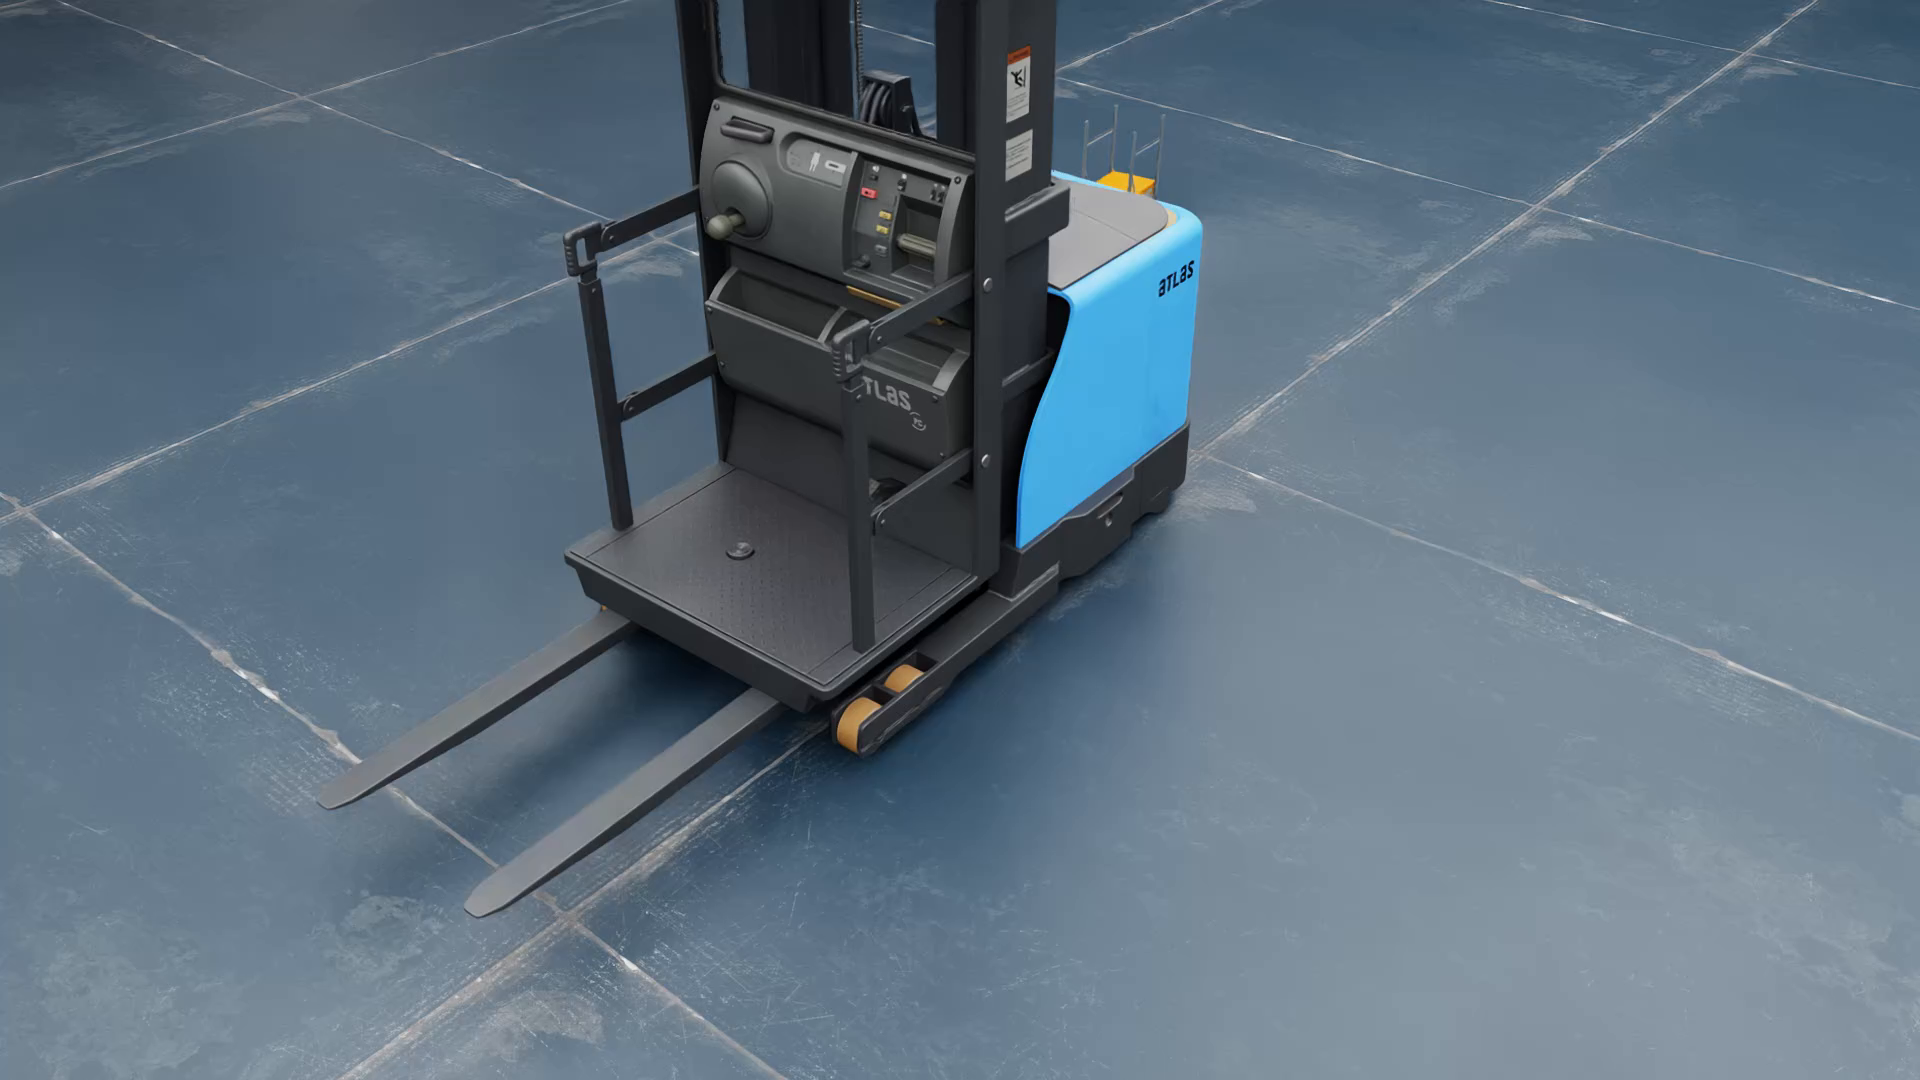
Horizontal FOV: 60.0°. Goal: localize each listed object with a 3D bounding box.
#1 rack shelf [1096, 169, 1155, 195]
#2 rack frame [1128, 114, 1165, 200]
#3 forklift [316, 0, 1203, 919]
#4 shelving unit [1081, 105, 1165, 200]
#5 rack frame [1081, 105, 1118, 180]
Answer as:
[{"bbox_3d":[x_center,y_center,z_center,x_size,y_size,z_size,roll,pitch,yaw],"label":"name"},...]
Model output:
[{"bbox_3d":[0.562,-1.214,5.889,0.180,0.103,0.258,19,36,26],"label":"rack shelf"},{"bbox_3d":[0.631,-0.919,6.016,0.006,1.200,0.240,19,36,26],"label":"rack frame"},{"bbox_3d":[-0.496,-0.900,4.471,1.130,2.935,3.031,24,41,31],"label":"forklift"},{"bbox_3d":[0.553,-0.946,6.056,0.189,1.200,0.258,19,36,26],"label":"shelving unit"},{"bbox_3d":[0.475,-0.973,6.095,0.006,1.200,0.240,19,36,26],"label":"rack frame"}]
